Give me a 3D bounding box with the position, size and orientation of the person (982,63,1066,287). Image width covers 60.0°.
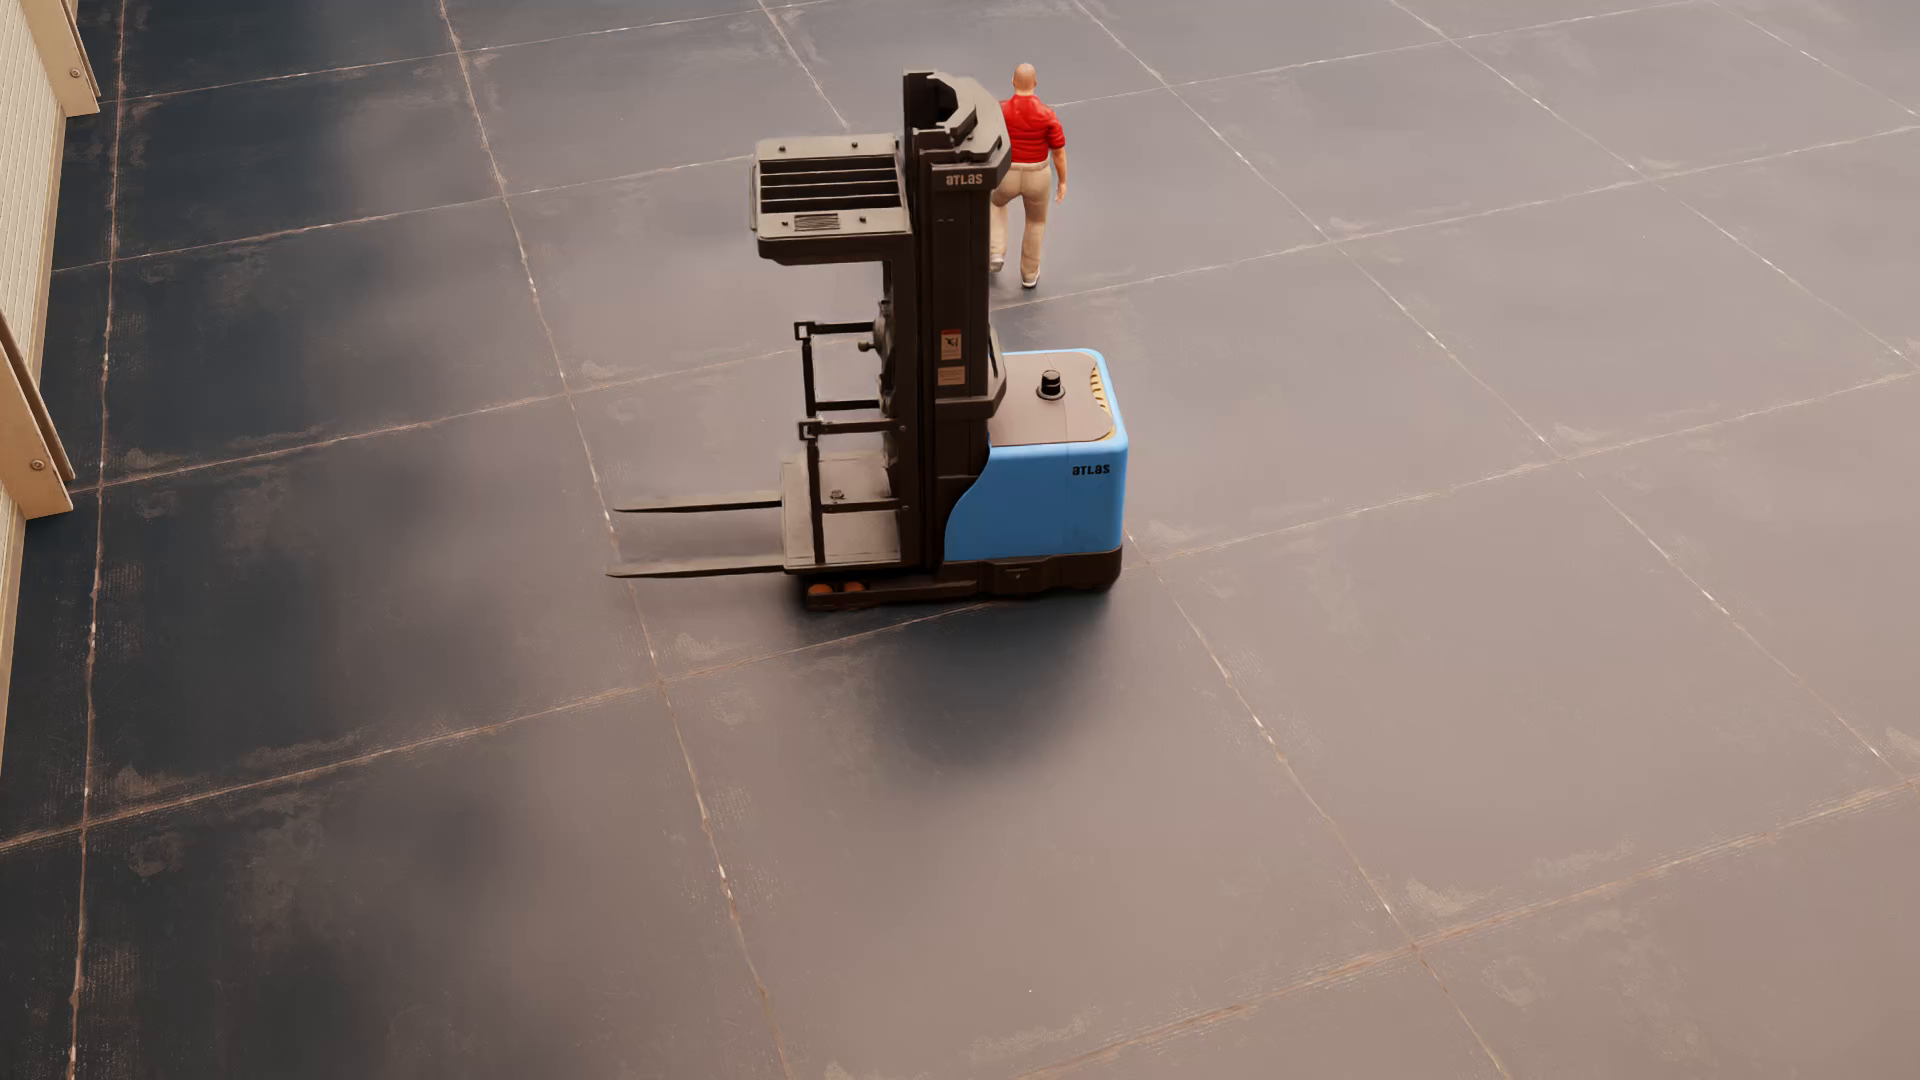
[{"bbox_3d":[0.448,-2.681,12.143,0.682,1.709,0.465,5,40,6],"label":"person"}]

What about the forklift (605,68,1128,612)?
[{"bbox_3d":[-0.592,-1.057,9.255,3.031,2.935,1.130,-4,40,-4],"label":"forklift"}]
